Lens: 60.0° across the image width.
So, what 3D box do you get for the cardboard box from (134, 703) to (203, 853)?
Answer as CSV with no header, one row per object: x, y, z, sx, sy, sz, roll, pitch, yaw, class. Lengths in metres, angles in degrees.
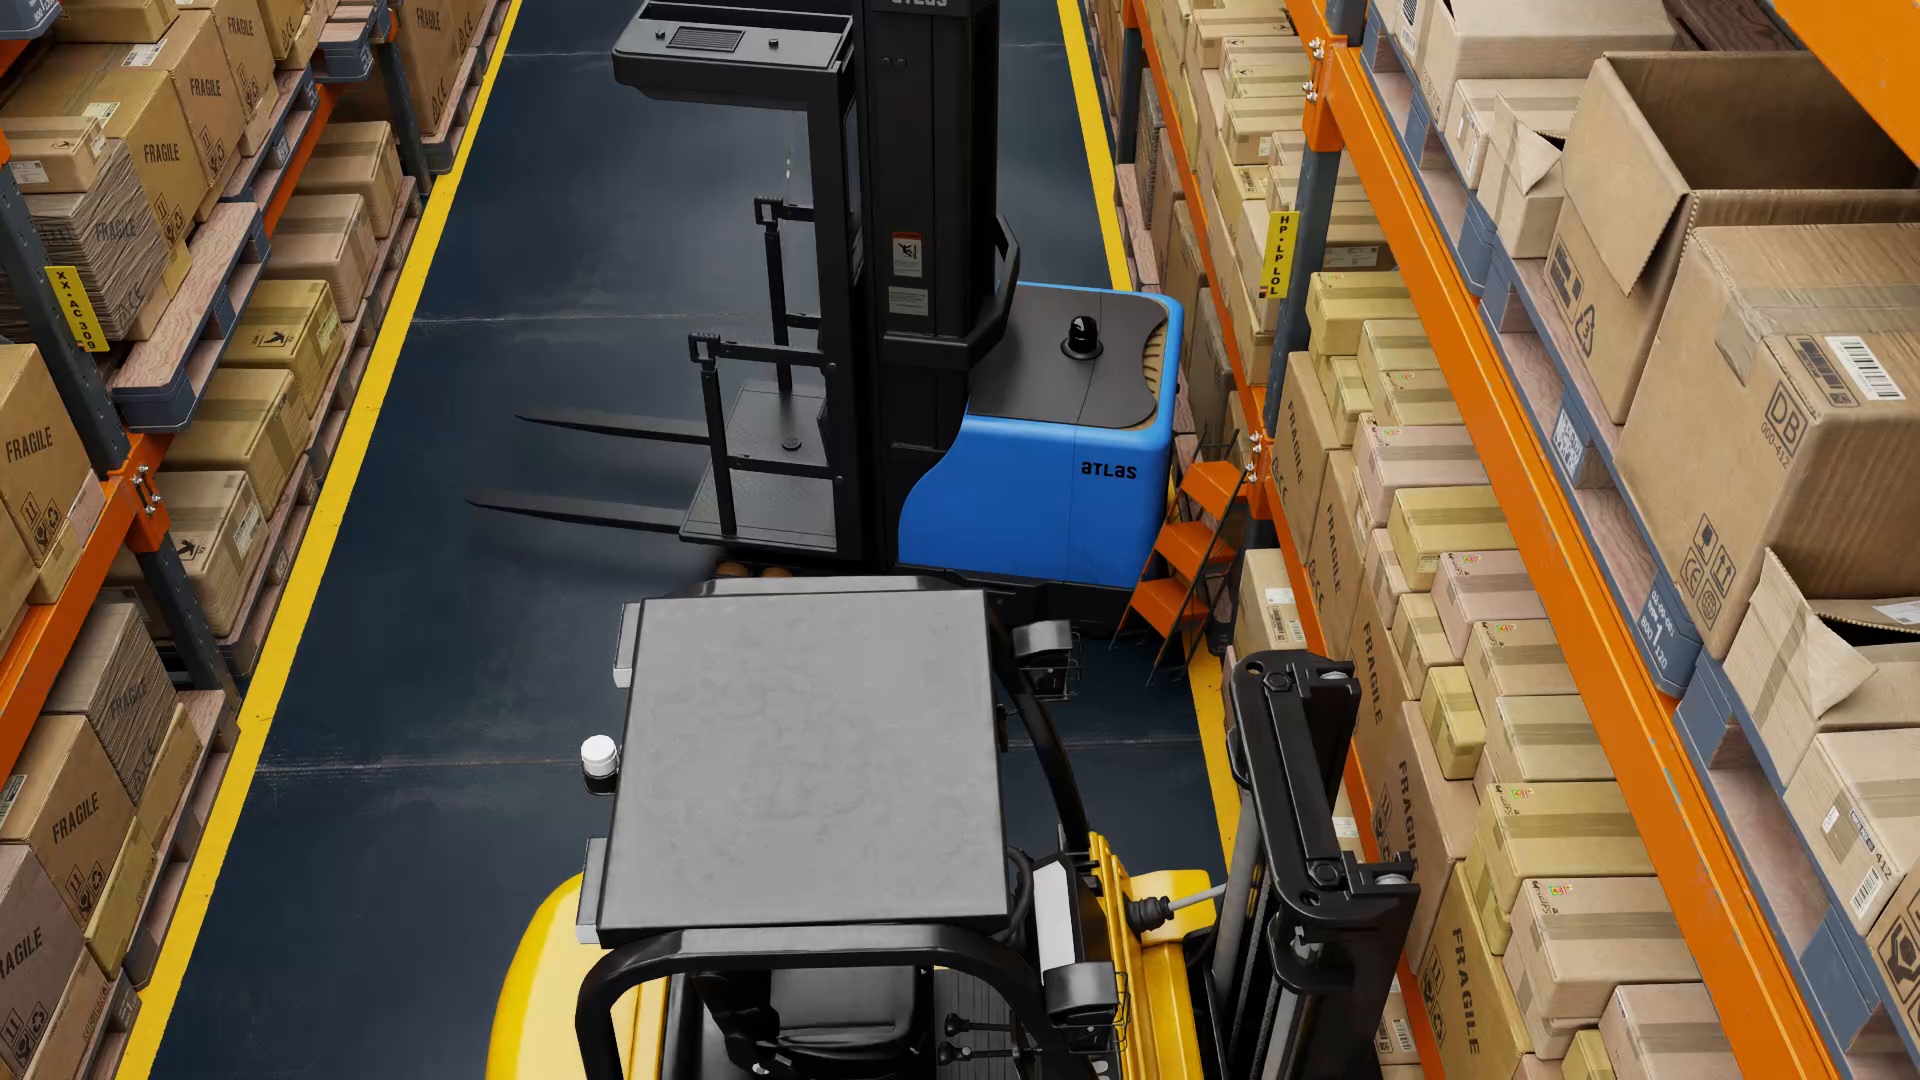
-3.088,0.850,5.976,0.500,0.250,0.500,0,43,0,cardboard box

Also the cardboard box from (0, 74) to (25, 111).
-3.653,-1.341,6.038,0.500,0.500,0.500,-1,43,-2,cardboard box

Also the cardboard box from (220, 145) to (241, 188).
-3.158,-1.544,6.740,0.380,0.149,0.250,-1,43,-1,cardboard box

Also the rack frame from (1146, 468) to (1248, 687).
0.977,0.149,6.449,0.200,1.050,0.008,-7,39,-38,rack frame

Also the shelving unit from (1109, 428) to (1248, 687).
0.910,0.079,6.523,0.215,1.050,0.252,-7,39,-38,shelving unit

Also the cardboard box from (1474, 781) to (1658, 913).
1.367,0.675,3.669,0.380,0.149,0.250,-1,43,-1,cardboard box

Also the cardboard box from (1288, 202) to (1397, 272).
1.341,-1.045,5.766,0.380,0.149,0.250,0,43,0,cardboard box

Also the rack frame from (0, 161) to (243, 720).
-3.382,-0.400,5.616,1.000,3.000,0.127,-2,43,-2,rack frame

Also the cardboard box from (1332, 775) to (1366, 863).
1.328,0.962,5.114,0.500,0.250,0.500,0,43,0,cardboard box

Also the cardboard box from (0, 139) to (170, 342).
-3.115,-1.026,5.694,0.500,0.500,0.500,-1,43,-1,cardboard box

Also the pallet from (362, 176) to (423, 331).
-3.520,-1.545,8.929,1.003,0.211,1.213,-2,43,-2,pallet

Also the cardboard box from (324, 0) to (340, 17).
-3.164,-2.600,7.892,0.380,0.149,0.250,-2,43,-2,cardboard box

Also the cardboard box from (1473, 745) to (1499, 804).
1.453,0.617,3.953,0.380,0.149,0.250,-2,43,-2,cardboard box

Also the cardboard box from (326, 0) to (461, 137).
-3.498,-2.941,9.649,0.875,0.875,0.875,-2,43,-2,cardboard box

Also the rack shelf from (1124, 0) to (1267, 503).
1.492,-1.630,7.490,1.077,0.370,4.000,-2,43,-2,rack shelf

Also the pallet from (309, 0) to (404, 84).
-3.415,-2.552,8.105,1.213,0.211,1.003,-2,43,-2,pallet

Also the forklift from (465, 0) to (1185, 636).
-0.617,-1.148,6.483,3.031,2.935,1.130,6,43,7,forklift

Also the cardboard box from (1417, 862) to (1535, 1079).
1.429,1.097,3.908,0.500,0.500,0.500,-2,43,-3,cardboard box

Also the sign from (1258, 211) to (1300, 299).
1.035,-0.920,5.386,0.100,0.325,0.005,-2,43,-2,sign

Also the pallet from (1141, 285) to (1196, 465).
1.452,-0.839,8.159,1.003,0.211,1.213,-2,43,-2,pallet

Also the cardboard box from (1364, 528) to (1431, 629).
1.325,0.098,4.519,0.380,0.149,0.250,-2,43,-2,cardboard box

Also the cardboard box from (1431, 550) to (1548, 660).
1.428,0.161,4.230,0.380,0.149,0.250,-2,43,-2,cardboard box

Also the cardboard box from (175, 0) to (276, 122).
-3.177,-2.045,6.806,0.500,0.500,0.500,-3,43,-4,cardboard box

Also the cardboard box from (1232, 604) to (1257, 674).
1.289,0.465,6.027,0.500,0.250,0.500,-2,43,-2,cardboard box

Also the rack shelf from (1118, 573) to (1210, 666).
0.825,0.315,6.666,0.215,0.259,0.240,-7,39,-38,rack shelf

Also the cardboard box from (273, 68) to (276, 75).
-3.251,-2.071,7.315,0.380,0.149,0.250,-1,43,-1,cardboard box

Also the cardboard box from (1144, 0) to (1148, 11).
1.182,-2.883,8.436,0.500,0.250,0.500,-1,43,-2,cardboard box

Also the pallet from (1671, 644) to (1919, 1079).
1.743,0.604,2.366,1.003,0.211,1.213,-2,43,-2,pallet

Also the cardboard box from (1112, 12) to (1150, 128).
1.175,-2.758,9.728,0.500,0.500,0.500,-1,43,-1,cardboard box

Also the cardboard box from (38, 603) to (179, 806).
-3.089,0.574,5.723,0.500,0.500,0.500,-2,43,-2,cardboard box

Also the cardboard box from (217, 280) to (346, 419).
-3.472,-0.895,7.790,0.950,0.372,0.625,0,43,0,cardboard box

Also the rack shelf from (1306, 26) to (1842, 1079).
1.662,-0.035,3.531,1.077,0.370,4.000,-2,43,-2,rack shelf

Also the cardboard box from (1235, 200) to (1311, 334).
1.301,-0.998,6.010,0.500,0.250,0.500,-2,43,-3,cardboard box

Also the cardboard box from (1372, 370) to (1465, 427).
1.415,-0.361,4.799,0.380,0.149,0.250,-2,43,-3,cardboard box

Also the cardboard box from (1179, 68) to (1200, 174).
1.247,-1.846,7.305,0.500,0.250,0.500,0,43,0,cardboard box

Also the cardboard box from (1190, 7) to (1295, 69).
1.168,-2.084,6.899,0.380,0.149,0.250,-3,43,-3,cardboard box

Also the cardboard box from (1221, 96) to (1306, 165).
1.210,-1.559,6.327,0.380,0.149,0.250,-3,43,-3,cardboard box

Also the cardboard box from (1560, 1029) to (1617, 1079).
1.463,1.137,3.385,0.380,0.149,0.250,-2,43,-2,cardboard box

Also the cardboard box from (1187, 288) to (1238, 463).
1.518,-0.700,7.390,0.875,0.625,0.625,-2,43,-2,cardboard box

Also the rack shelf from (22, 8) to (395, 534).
-3.467,-1.485,7.332,1.077,0.370,4.000,-2,43,-2,rack shelf

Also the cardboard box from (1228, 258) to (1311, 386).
1.294,-0.822,6.188,0.500,0.250,0.500,-1,43,-1,cardboard box

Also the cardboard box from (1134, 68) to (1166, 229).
1.420,-2.103,8.921,0.875,0.625,0.625,0,43,0,cardboard box

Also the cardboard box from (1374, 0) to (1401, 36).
1.293,-1.438,4.330,0.380,0.149,0.250,-1,43,-1,cardboard box

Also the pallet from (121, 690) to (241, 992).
-3.318,1.080,6.065,1.003,0.211,1.213,-2,43,-2,pallet

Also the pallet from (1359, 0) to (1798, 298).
1.639,-1.043,4.163,1.003,0.211,1.213,-2,43,-2,pallet

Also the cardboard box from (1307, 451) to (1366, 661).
1.374,0.076,5.022,0.500,0.500,0.500,-1,43,-1,cardboard box

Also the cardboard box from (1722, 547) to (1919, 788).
1.398,0.186,2.472,0.396,0.266,0.258,-2,43,-2,cardboard box

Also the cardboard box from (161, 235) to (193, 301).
-3.091,-1.013,6.160,0.380,0.149,0.250,-1,43,-1,cardboard box

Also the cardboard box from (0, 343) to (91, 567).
-3.115,-0.254,5.162,0.500,0.500,0.500,-3,43,-3,cardboard box

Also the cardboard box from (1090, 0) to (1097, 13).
1.098,-3.799,10.864,0.500,0.500,0.500,-3,43,-3,cardboard box

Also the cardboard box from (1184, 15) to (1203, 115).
1.253,-2.032,7.137,0.500,0.250,0.500,-1,43,-1,cardboard box

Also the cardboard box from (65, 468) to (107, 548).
-3.064,-0.099,5.474,0.380,0.149,0.250,-2,43,-2,cardboard box

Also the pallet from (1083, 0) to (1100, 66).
1.365,-3.544,11.110,1.003,0.211,1.213,-2,43,-2,pallet

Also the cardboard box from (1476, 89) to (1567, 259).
1.337,-0.782,3.528,0.396,0.266,0.258,-3,43,-3,cardboard box

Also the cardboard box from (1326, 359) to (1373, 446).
1.340,-0.423,5.088,0.380,0.149,0.250,-1,43,-1,cardboard box
